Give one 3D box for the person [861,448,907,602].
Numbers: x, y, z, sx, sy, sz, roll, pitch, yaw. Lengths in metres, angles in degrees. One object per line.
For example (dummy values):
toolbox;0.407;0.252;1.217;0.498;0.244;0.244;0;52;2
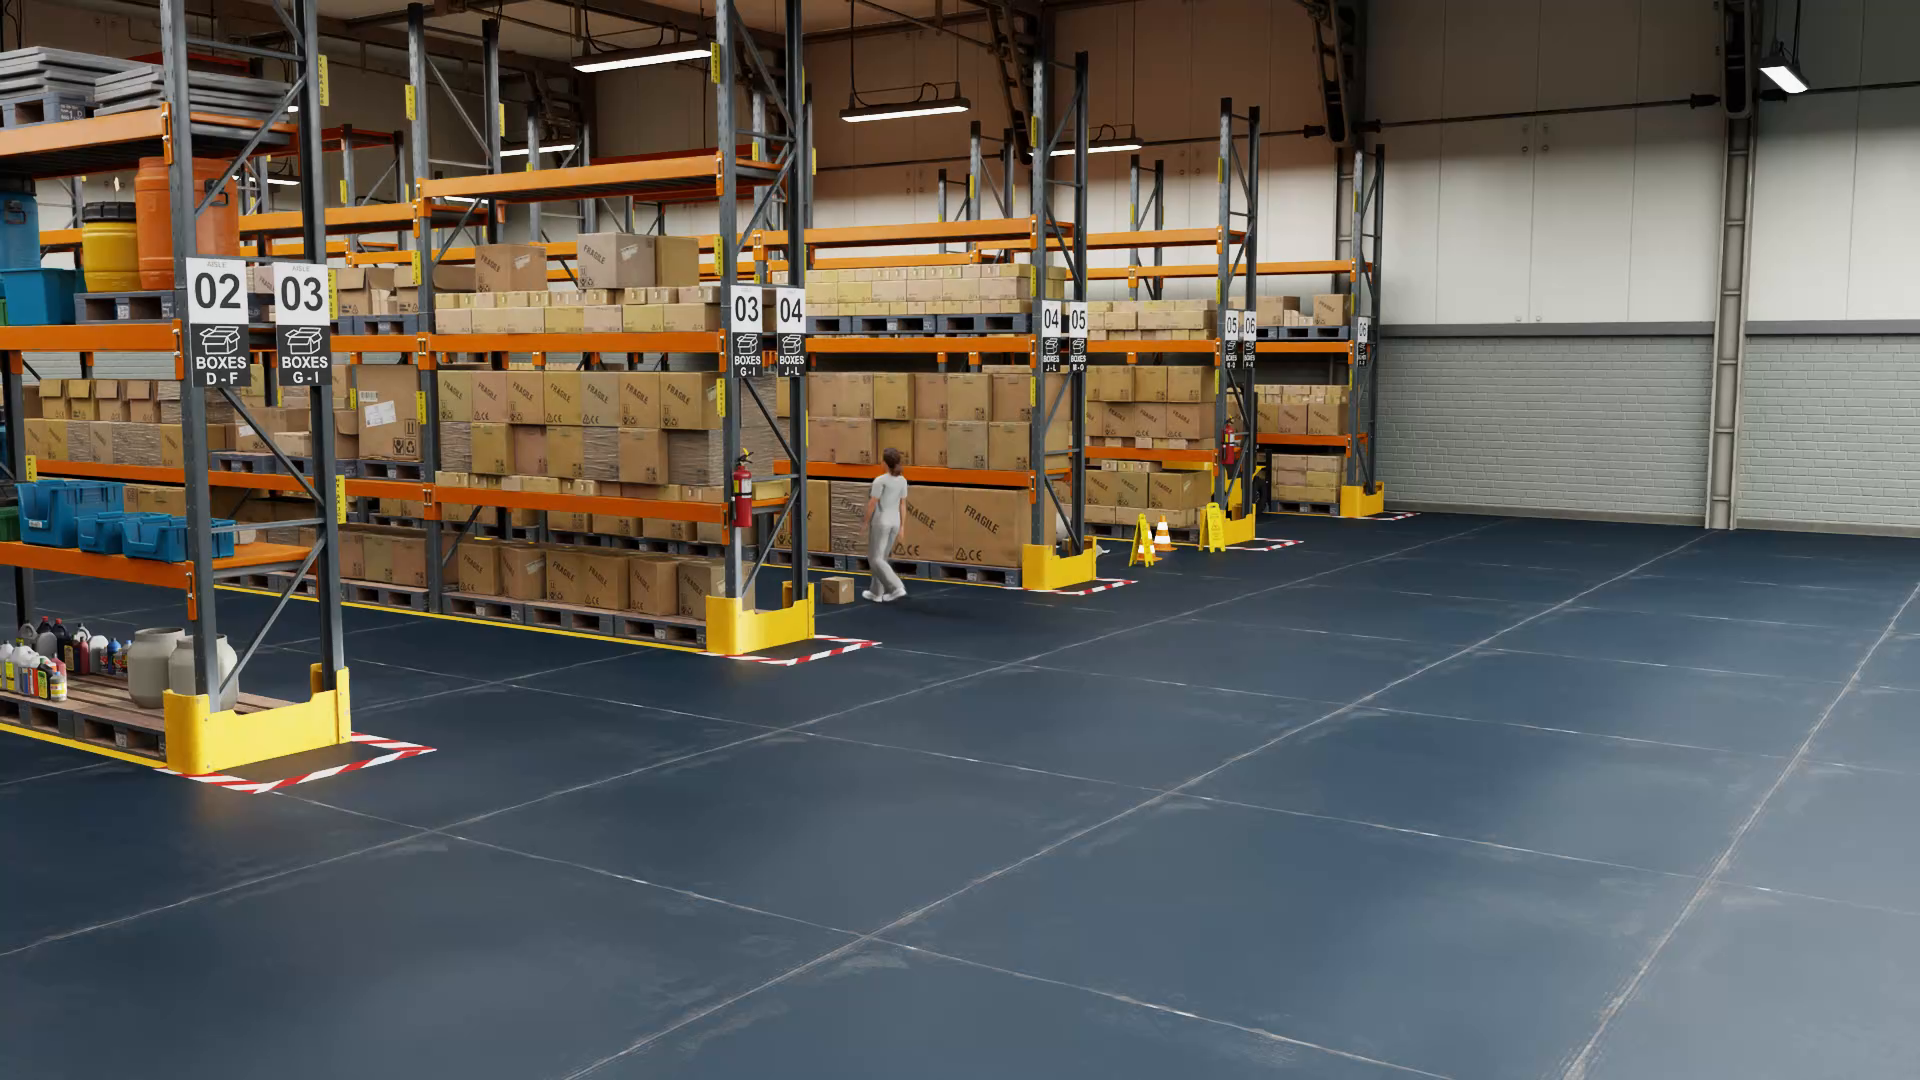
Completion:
person;-0.801;-0.143;17.270;0.857;1.637;0.446;6;9;43
